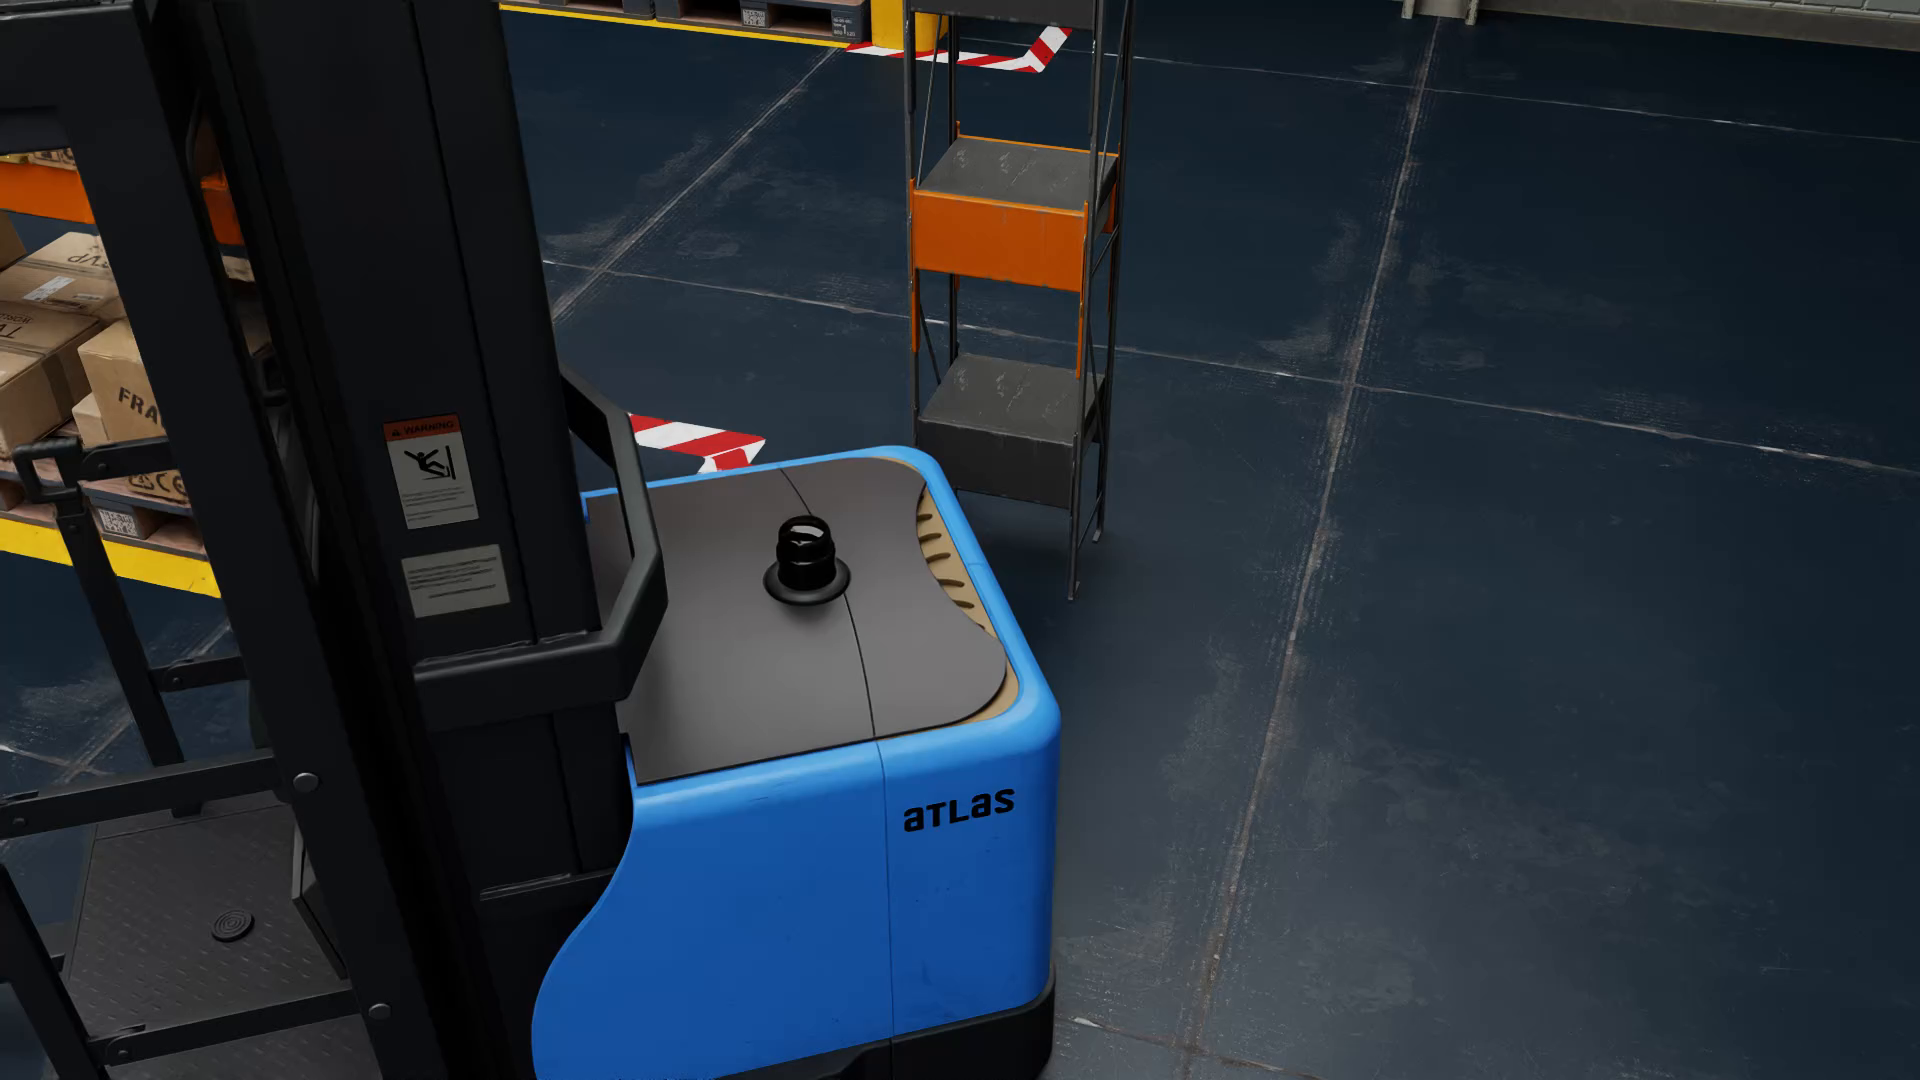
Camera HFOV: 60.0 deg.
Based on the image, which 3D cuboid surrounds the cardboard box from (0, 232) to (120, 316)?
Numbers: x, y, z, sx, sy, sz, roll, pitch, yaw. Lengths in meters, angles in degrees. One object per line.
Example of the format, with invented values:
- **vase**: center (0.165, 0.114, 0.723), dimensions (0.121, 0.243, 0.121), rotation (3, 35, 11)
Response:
- **cardboard box**: center (-3.031, -0.825, 5.789), dimensions (0.500, 0.250, 0.500), rotation (10, 38, 14)

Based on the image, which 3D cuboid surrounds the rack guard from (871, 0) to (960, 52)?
- **rack guard**: center (-0.146, -3.114, 9.059), dimensions (0.348, 0.500, 1.175), rotation (10, 38, 14)

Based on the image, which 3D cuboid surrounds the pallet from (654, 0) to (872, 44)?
- **pallet**: center (-0.955, -3.099, 9.283), dimensions (1.213, 0.211, 1.003), rotation (10, 38, 14)

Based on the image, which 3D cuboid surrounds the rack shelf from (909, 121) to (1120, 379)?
- **rack shelf**: center (0.158, -0.805, 4.596), dimensions (0.480, 0.518, 0.431), rotation (10, 38, 14)

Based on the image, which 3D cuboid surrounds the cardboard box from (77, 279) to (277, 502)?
- **cardboard box**: center (-2.235, -0.449, 5.067), dimensions (0.500, 0.500, 0.500), rotation (10, 38, 14)

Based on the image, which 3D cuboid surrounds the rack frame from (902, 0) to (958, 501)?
- **rack frame**: center (-0.075, -0.860, 4.646), dimensions (0.015, 2.100, 0.400), rotation (10, 38, 14)

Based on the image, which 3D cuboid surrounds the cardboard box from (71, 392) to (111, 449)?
- **cardboard box**: center (-2.595, -0.437, 5.332), dimensions (0.250, 0.166, 0.380), rotation (10, 38, 14)

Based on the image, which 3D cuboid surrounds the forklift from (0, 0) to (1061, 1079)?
- **forklift**: center (-1.374, -0.032, 2.820), dimensions (3.031, 2.935, 1.130), rotation (-10, 37, -13)

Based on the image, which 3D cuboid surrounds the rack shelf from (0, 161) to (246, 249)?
- **rack shelf**: center (-3.551, -1.385, 5.209), dimensions (4.000, 0.370, 1.077), rotation (10, 38, 14)

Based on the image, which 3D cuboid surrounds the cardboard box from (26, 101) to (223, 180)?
- **cardboard box**: center (-2.151, -1.287, 4.384), dimensions (0.500, 0.500, 0.500), rotation (12, 38, 15)

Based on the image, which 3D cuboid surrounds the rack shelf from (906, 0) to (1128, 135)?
- **rack shelf**: center (0.158, -1.369, 4.181), dimensions (0.480, 0.518, 0.431), rotation (10, 38, 14)

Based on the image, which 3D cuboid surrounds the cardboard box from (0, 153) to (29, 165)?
- **cardboard box**: center (-2.647, -1.377, 4.506), dimensions (0.500, 0.500, 0.500), rotation (11, 38, 14)

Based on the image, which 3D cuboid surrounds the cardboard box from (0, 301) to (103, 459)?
- **cardboard box**: center (-3.133, -0.533, 5.392), dimensions (0.500, 0.250, 0.500), rotation (10, 38, 14)

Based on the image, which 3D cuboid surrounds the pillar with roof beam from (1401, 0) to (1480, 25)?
- **pillar with roof beam**: center (1.382, -4.118, 3.253), dimensions (0.400, 9.000, 9.100), rotation (10, 38, 14)

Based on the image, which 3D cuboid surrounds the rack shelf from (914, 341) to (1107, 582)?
- **rack shelf**: center (0.158, -0.242, 5.011), dimensions (0.480, 0.518, 0.431), rotation (10, 38, 14)

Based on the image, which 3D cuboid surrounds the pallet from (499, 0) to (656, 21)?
- **pallet**: center (-2.116, -3.316, 9.577), dimensions (1.213, 0.211, 1.003), rotation (10, 38, 14)

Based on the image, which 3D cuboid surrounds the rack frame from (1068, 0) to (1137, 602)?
- **rack frame**: center (0.391, -0.773, 4.529), dimensions (0.015, 2.100, 0.400), rotation (10, 38, 14)

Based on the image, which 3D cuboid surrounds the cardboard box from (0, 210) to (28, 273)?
- **cardboard box**: center (-3.666, -0.871, 5.638), dimensions (0.637, 0.503, 0.797), rotation (10, 38, 14)

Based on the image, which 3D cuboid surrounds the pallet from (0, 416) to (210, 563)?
- **pallet**: center (-2.476, -0.352, 5.551), dimensions (1.213, 0.211, 1.003), rotation (10, 38, 14)

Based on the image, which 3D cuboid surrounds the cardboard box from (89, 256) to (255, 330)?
- **cardboard box**: center (-2.554, -0.736, 5.668), dimensions (0.500, 0.250, 0.500), rotation (10, 38, 14)

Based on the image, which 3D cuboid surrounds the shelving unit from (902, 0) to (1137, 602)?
- **shelving unit**: center (0.158, -0.816, 4.588), dimensions (0.503, 2.100, 0.431), rotation (10, 38, 14)
